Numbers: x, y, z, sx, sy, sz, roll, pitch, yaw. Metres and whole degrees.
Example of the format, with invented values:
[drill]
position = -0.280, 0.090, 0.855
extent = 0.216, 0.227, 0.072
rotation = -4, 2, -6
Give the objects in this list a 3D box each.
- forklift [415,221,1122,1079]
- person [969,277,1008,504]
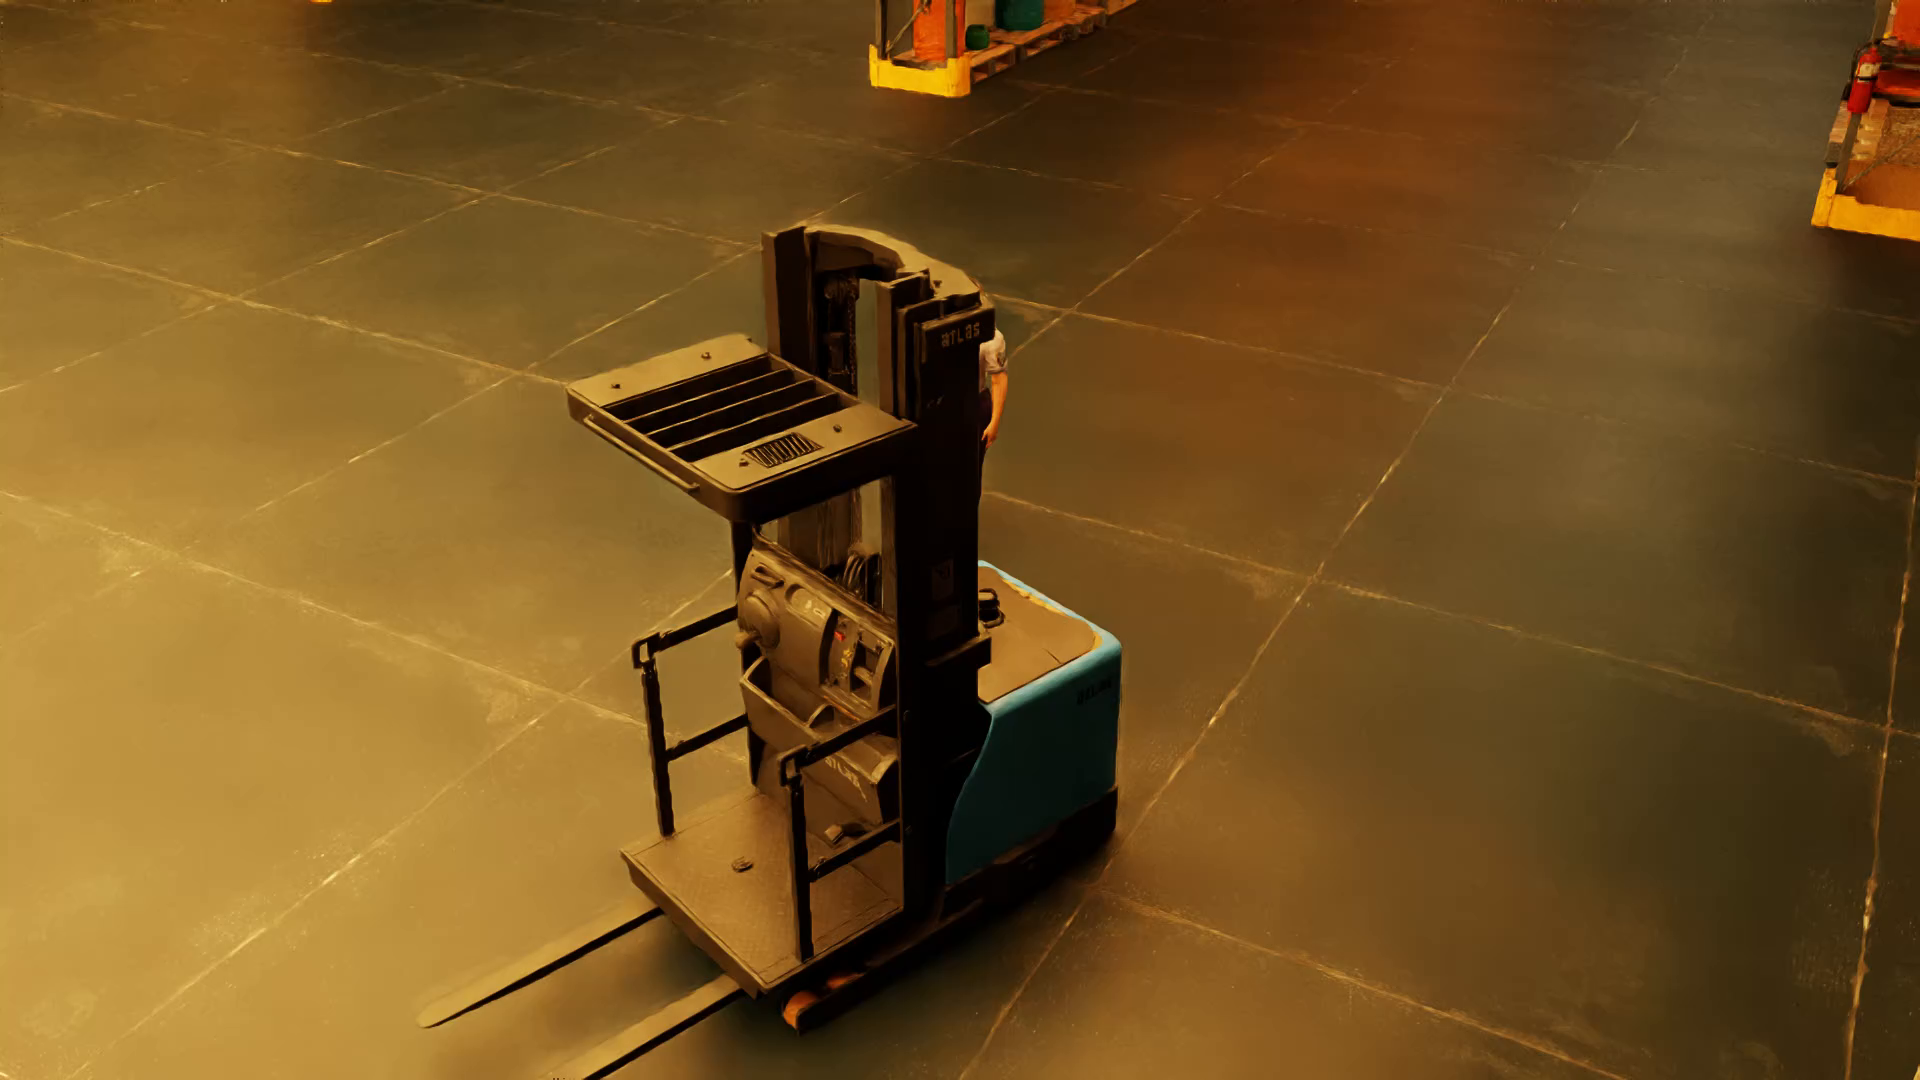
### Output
[forklift]
position = -0.730, 0.391, 6.393
extent = 3.031, 2.935, 1.130
rotation = -24, 37, -35
[person]
position = -0.063, -0.686, 9.529
extent = 0.599, 1.650, 0.502
rotation = 15, 33, 25
